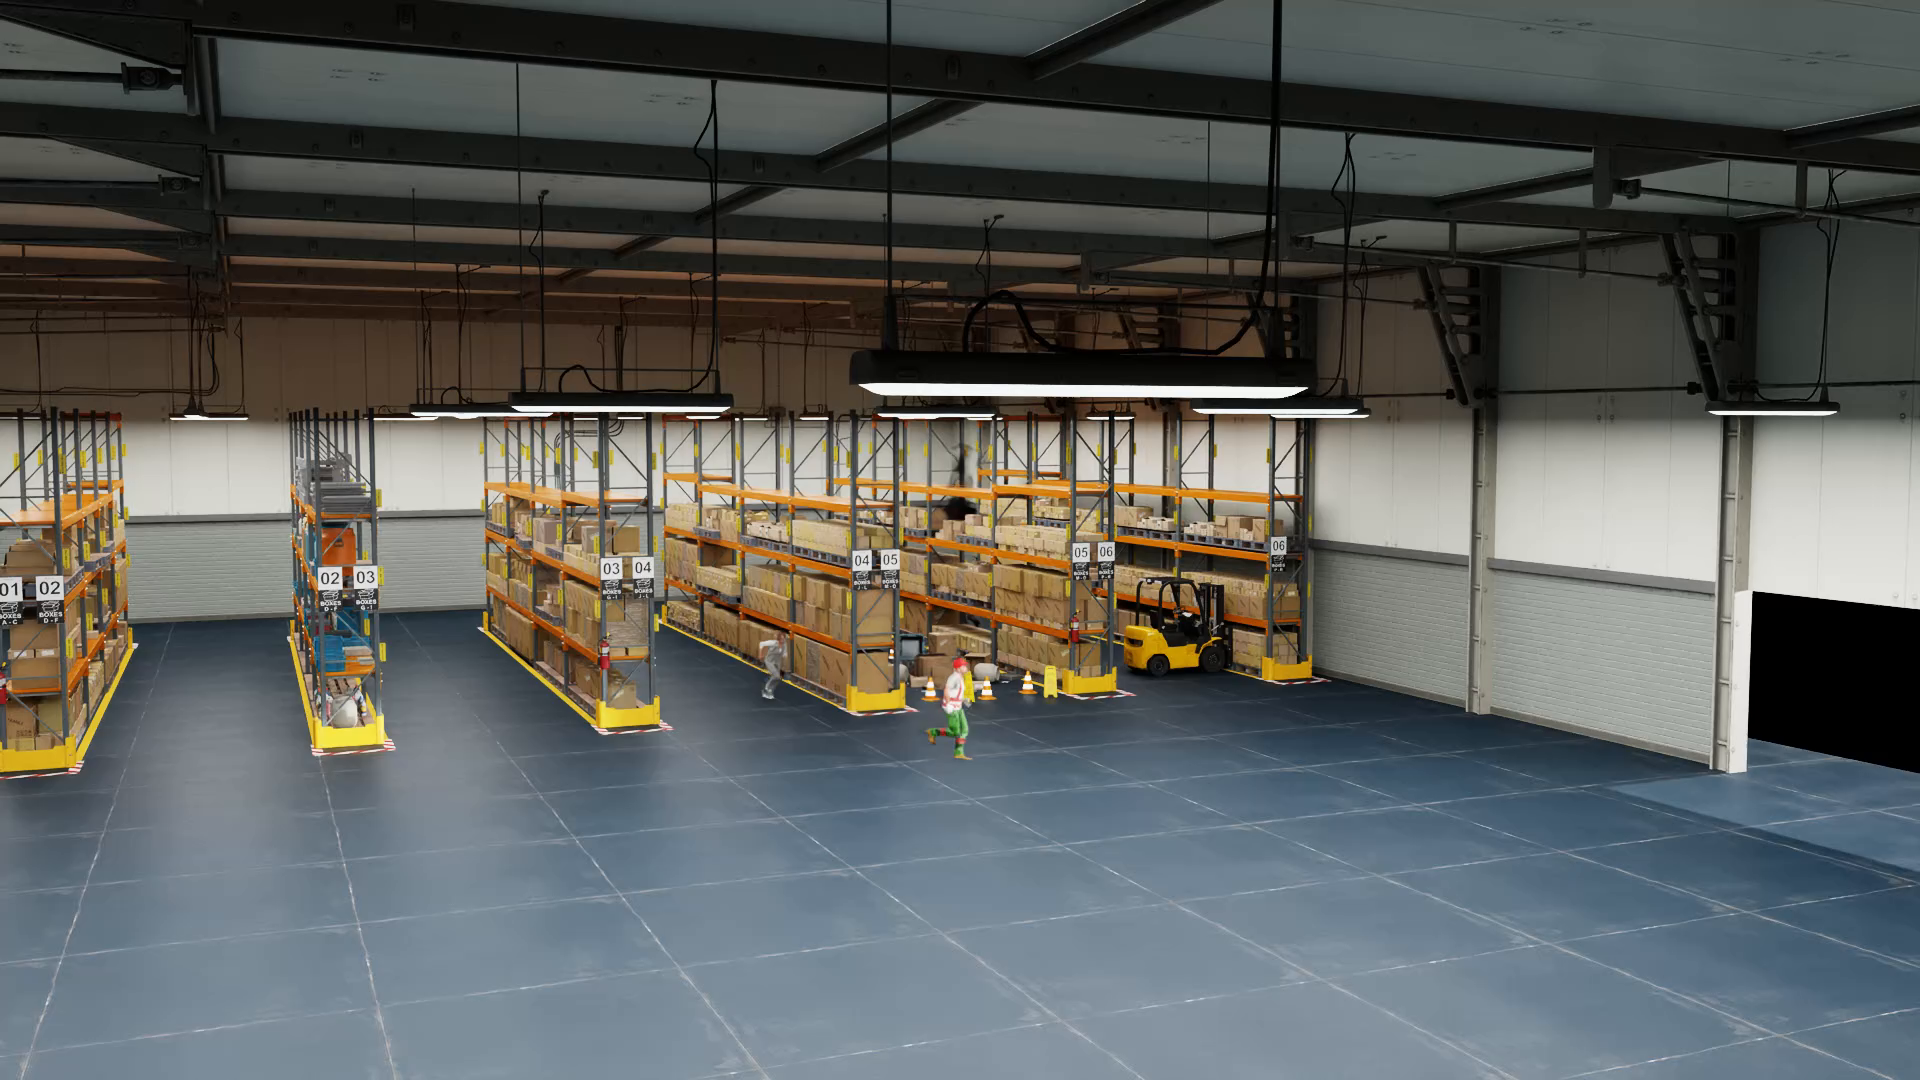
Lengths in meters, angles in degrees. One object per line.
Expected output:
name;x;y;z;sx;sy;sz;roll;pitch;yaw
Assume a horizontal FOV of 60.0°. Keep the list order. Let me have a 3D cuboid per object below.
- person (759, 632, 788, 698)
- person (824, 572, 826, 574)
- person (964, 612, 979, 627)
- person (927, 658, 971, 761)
person;-3.864;2.597;34.380;0.566;1.431;0.831;-4;5;-41
person;-4.027;1.203;52.927;0.619;1.626;0.573;-4;6;-45
person;0.236;1.732;45.214;0.671;1.721;0.798;-2;5;-28
person;-0.180;2.887;28.392;0.778;1.752;0.683;1;4;14
